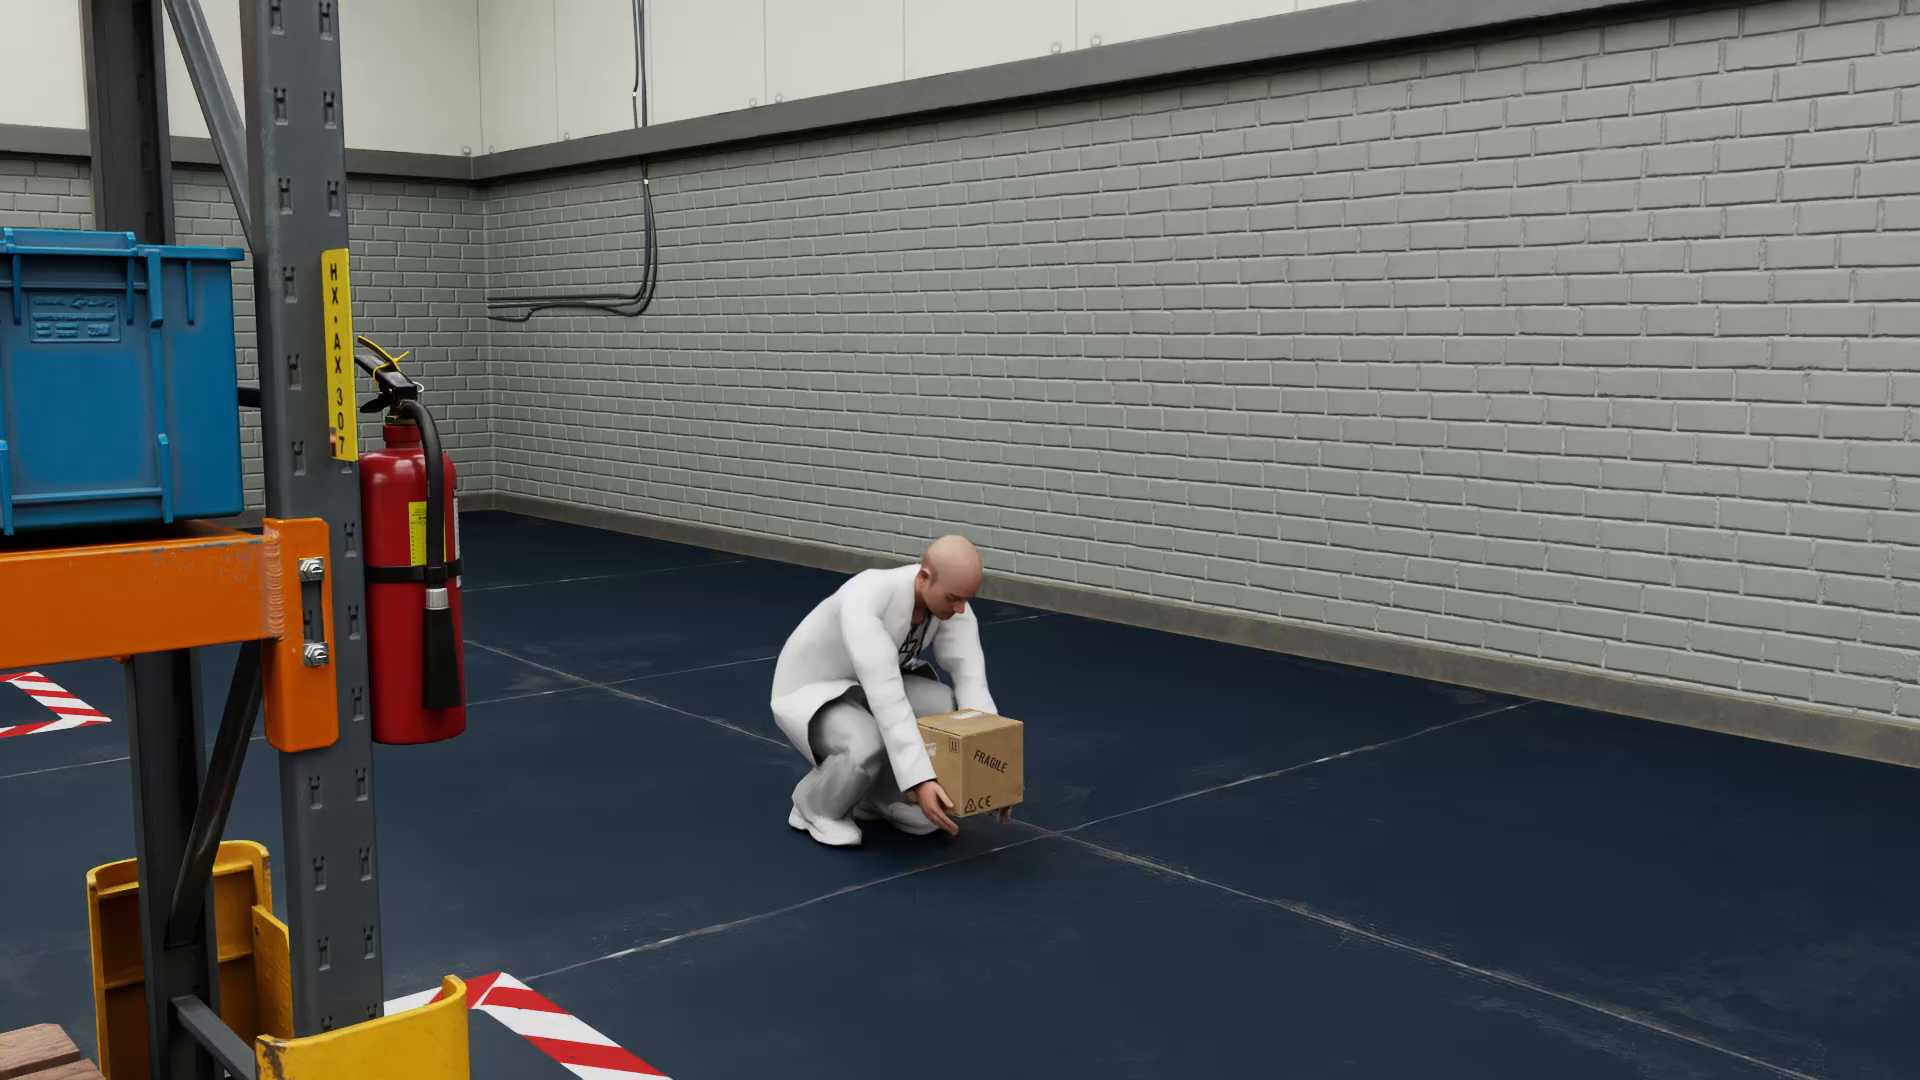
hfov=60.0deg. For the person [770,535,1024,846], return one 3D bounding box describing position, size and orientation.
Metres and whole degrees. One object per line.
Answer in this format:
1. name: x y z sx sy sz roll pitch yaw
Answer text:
1. person: -0.219 0.466 5.263 0.585 1.005 0.918 -7 10 -42
